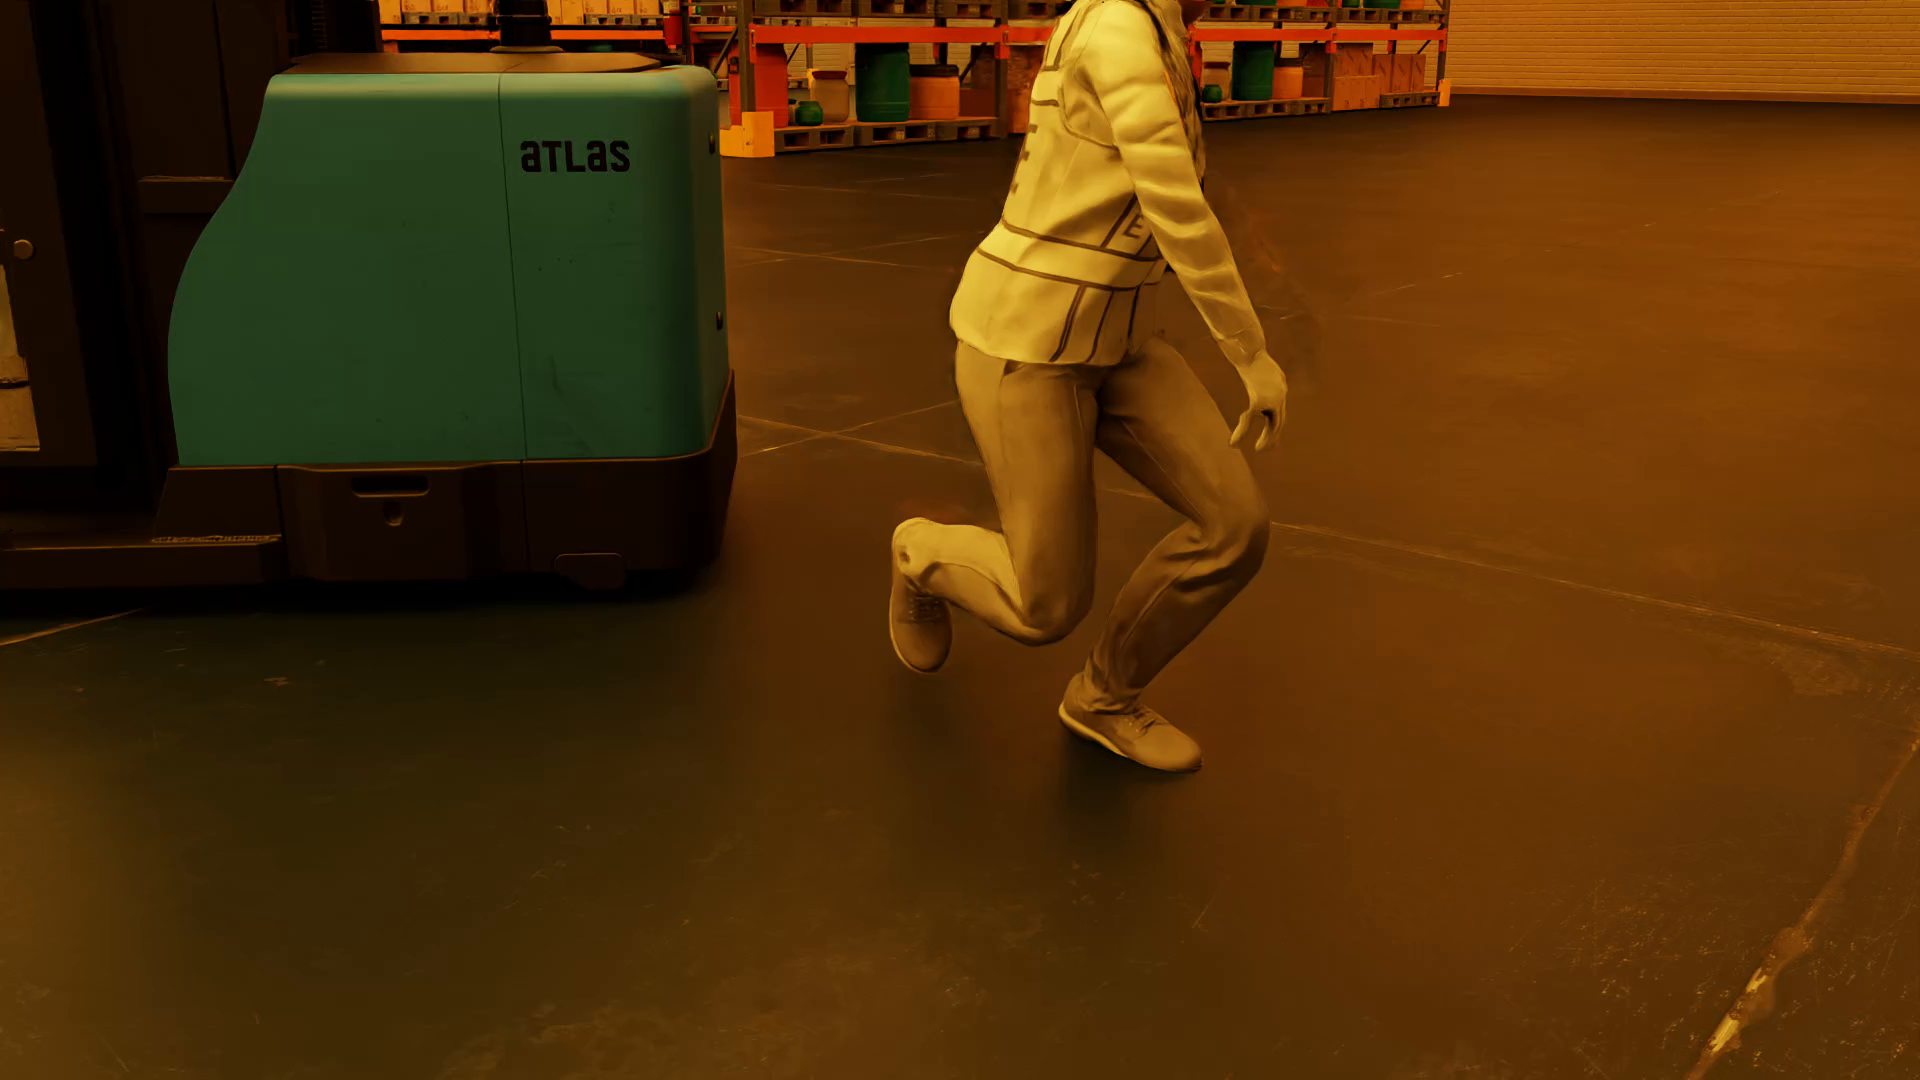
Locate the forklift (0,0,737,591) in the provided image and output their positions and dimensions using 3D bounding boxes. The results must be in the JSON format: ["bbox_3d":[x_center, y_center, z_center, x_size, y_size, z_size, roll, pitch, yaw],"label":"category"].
[{"bbox_3d":[-2.068,-1.391,3.480,3.031,2.935,1.130,-1,17,-4],"label":"forklift"}]

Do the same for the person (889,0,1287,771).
[{"bbox_3d":[0.217,-0.362,2.718,0.775,1.452,0.573,10,20,30],"label":"person"}]
